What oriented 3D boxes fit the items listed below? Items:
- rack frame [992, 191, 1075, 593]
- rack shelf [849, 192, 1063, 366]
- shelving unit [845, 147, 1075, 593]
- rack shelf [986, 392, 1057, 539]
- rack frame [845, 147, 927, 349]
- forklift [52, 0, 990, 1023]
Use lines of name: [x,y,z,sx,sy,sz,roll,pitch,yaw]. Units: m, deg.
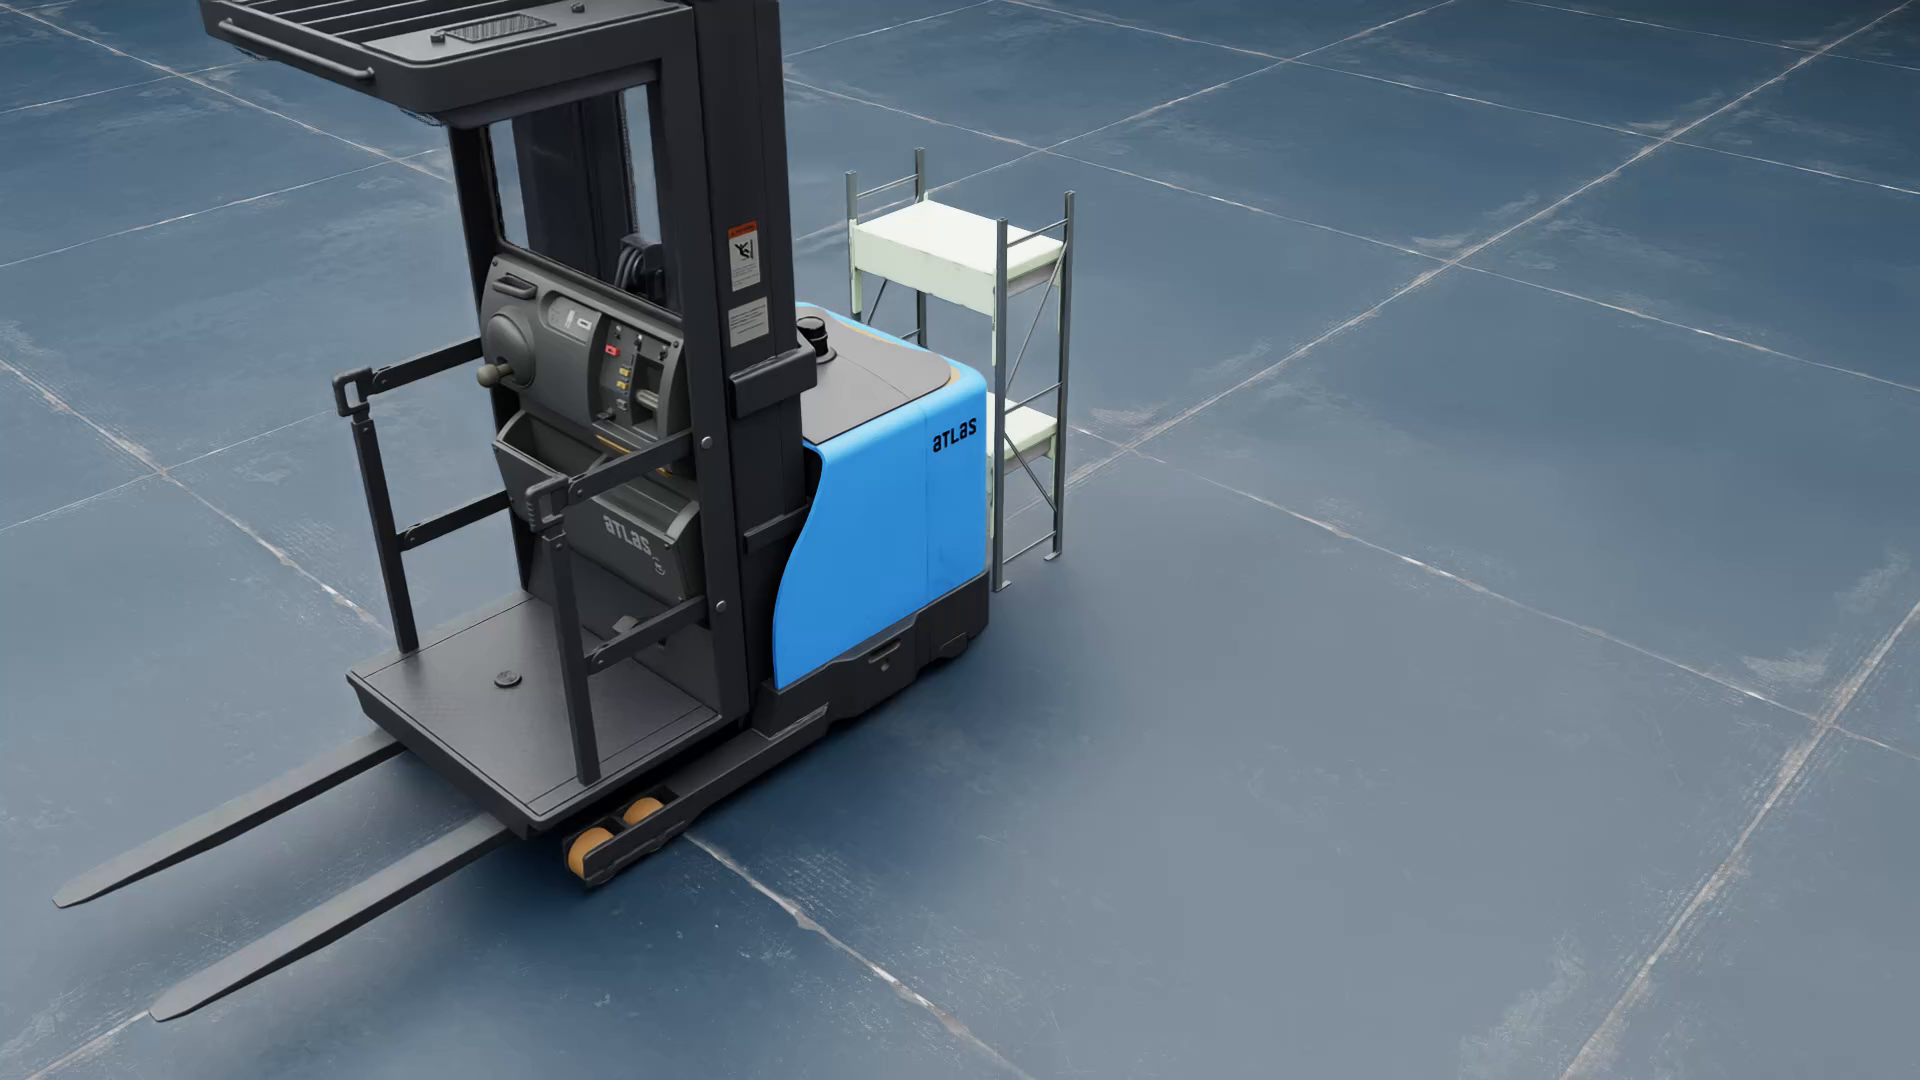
rack frame: [0.266,-0.518,6.157,0.023,1.500,0.400,25,39,35]
rack shelf: [-0.005,-0.979,6.166,0.720,0.370,0.431,25,39,35]
shelving unit: [-0.005,-0.645,6.367,0.755,1.500,0.431,25,39,35]
rack shelf: [-0.005,-0.366,6.535,0.720,0.370,0.431,25,39,35]
rack frame: [-0.276,-0.772,6.577,0.023,1.500,0.400,25,39,35]
forklift: [-1.267,-0.516,4.765,1.130,2.935,3.031,26,39,36]
